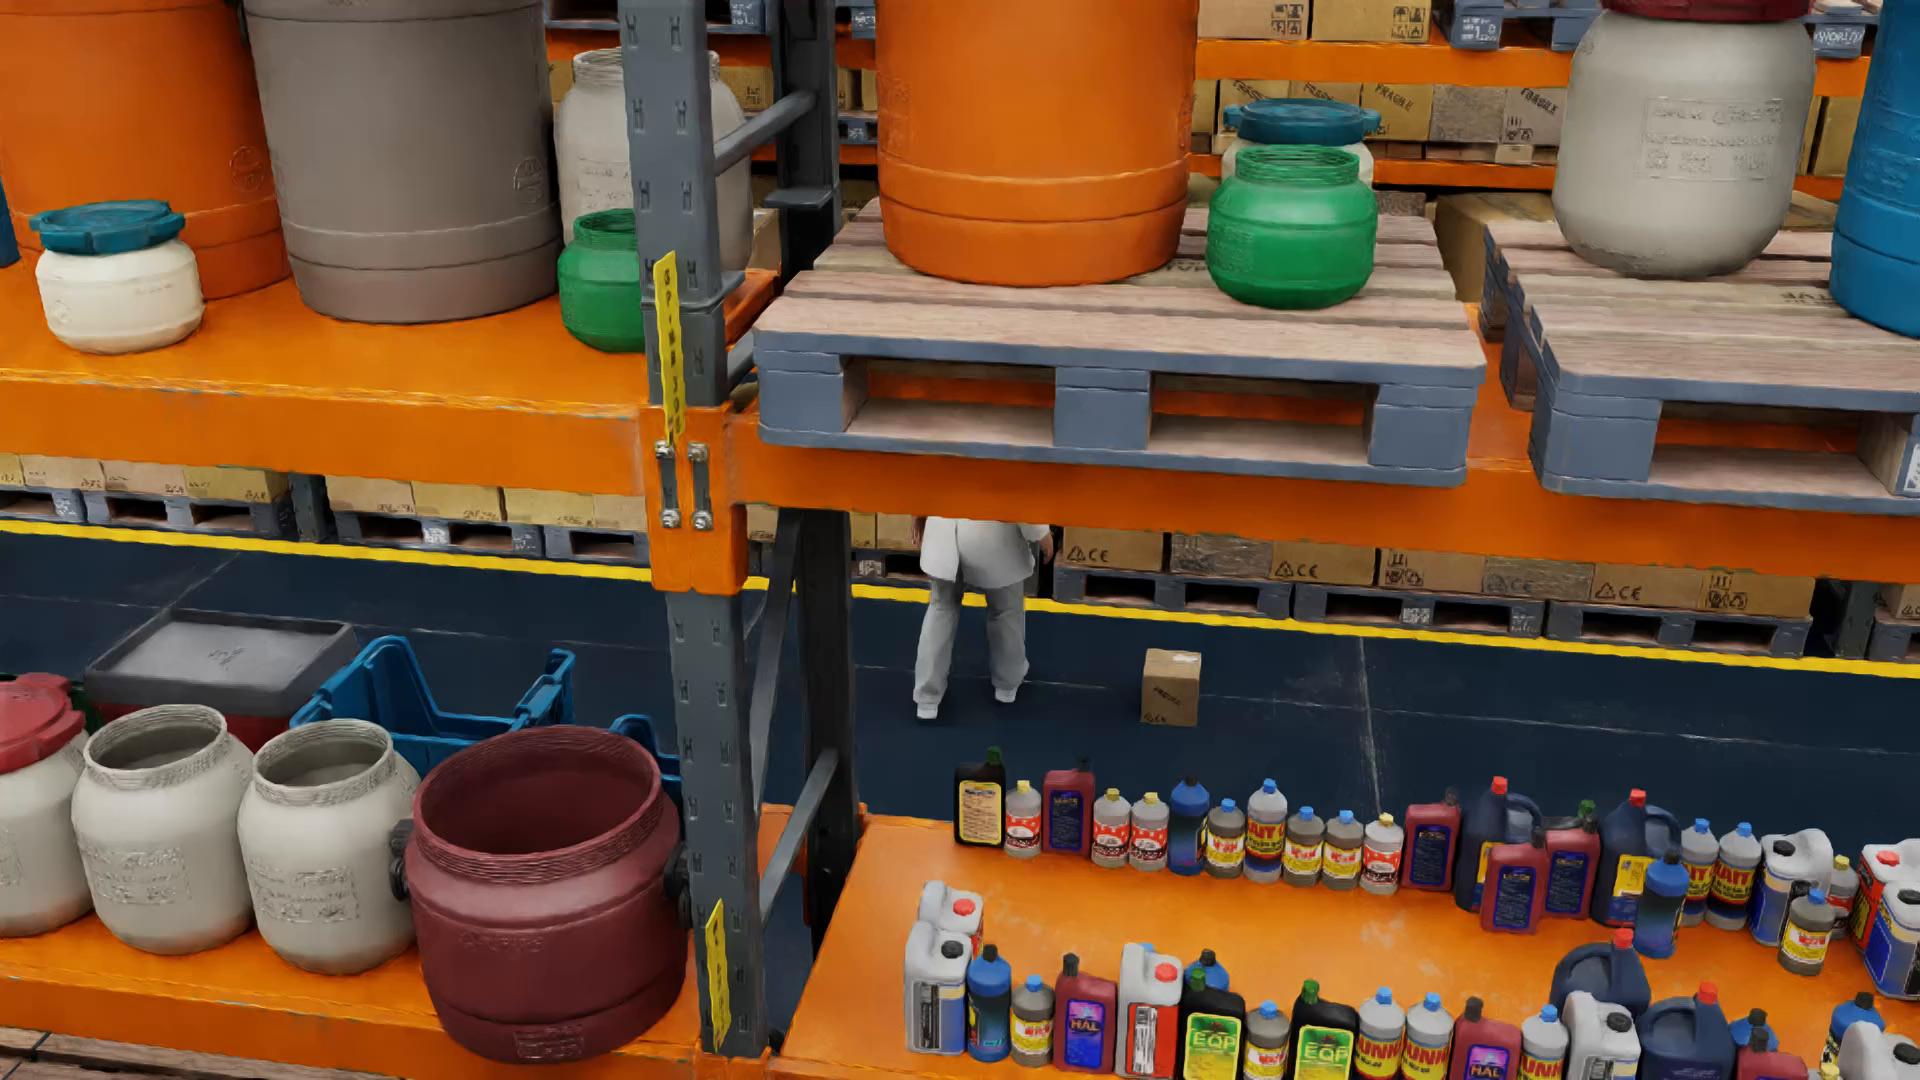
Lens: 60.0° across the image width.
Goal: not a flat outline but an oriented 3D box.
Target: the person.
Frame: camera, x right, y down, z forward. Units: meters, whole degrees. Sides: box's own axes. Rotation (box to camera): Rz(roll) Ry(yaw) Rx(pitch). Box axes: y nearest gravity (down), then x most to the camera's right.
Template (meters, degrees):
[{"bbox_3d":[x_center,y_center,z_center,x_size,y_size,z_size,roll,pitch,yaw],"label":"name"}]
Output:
[{"bbox_3d":[0.104,-0.080,7.272,0.707,1.775,0.678,15,29,30],"label":"person"}]
